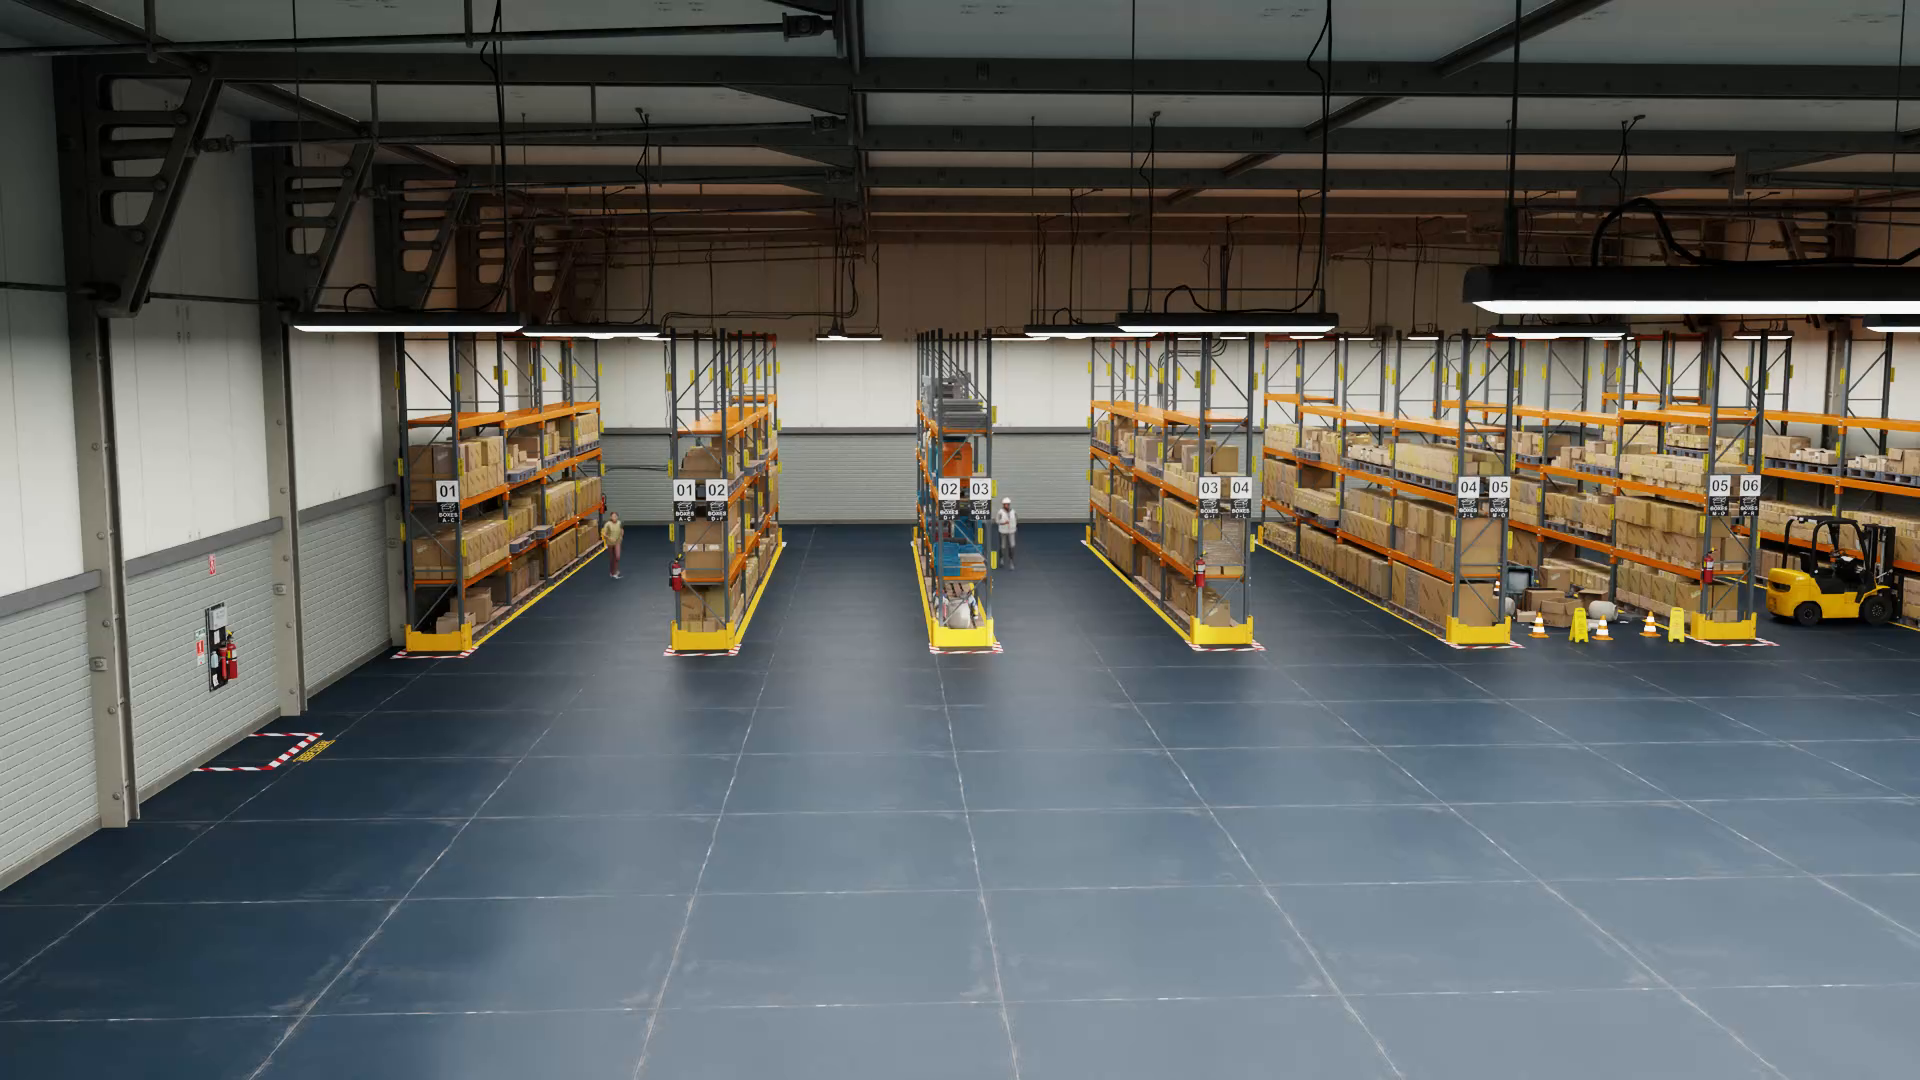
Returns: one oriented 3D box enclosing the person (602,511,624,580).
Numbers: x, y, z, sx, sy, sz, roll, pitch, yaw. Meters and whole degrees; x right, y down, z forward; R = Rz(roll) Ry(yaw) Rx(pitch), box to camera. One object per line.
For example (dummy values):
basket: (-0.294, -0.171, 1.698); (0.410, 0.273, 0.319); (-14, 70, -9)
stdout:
person: (-8.520, 0.104, 40.801); (0.559, 1.650, 0.820); (-3, 7, -21)

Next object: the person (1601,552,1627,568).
person: (16.636, -0.081, 42.341); (0.660, 1.669, 0.822); (-3, 7, -21)

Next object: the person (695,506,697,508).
person: (-7.191, -0.379, 44.974); (0.691, 1.632, 0.674); (0, 7, -1)

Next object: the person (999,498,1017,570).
person: (1.236, -0.171, 42.570); (0.514, 1.833, 0.851); (-1, 7, -11)
